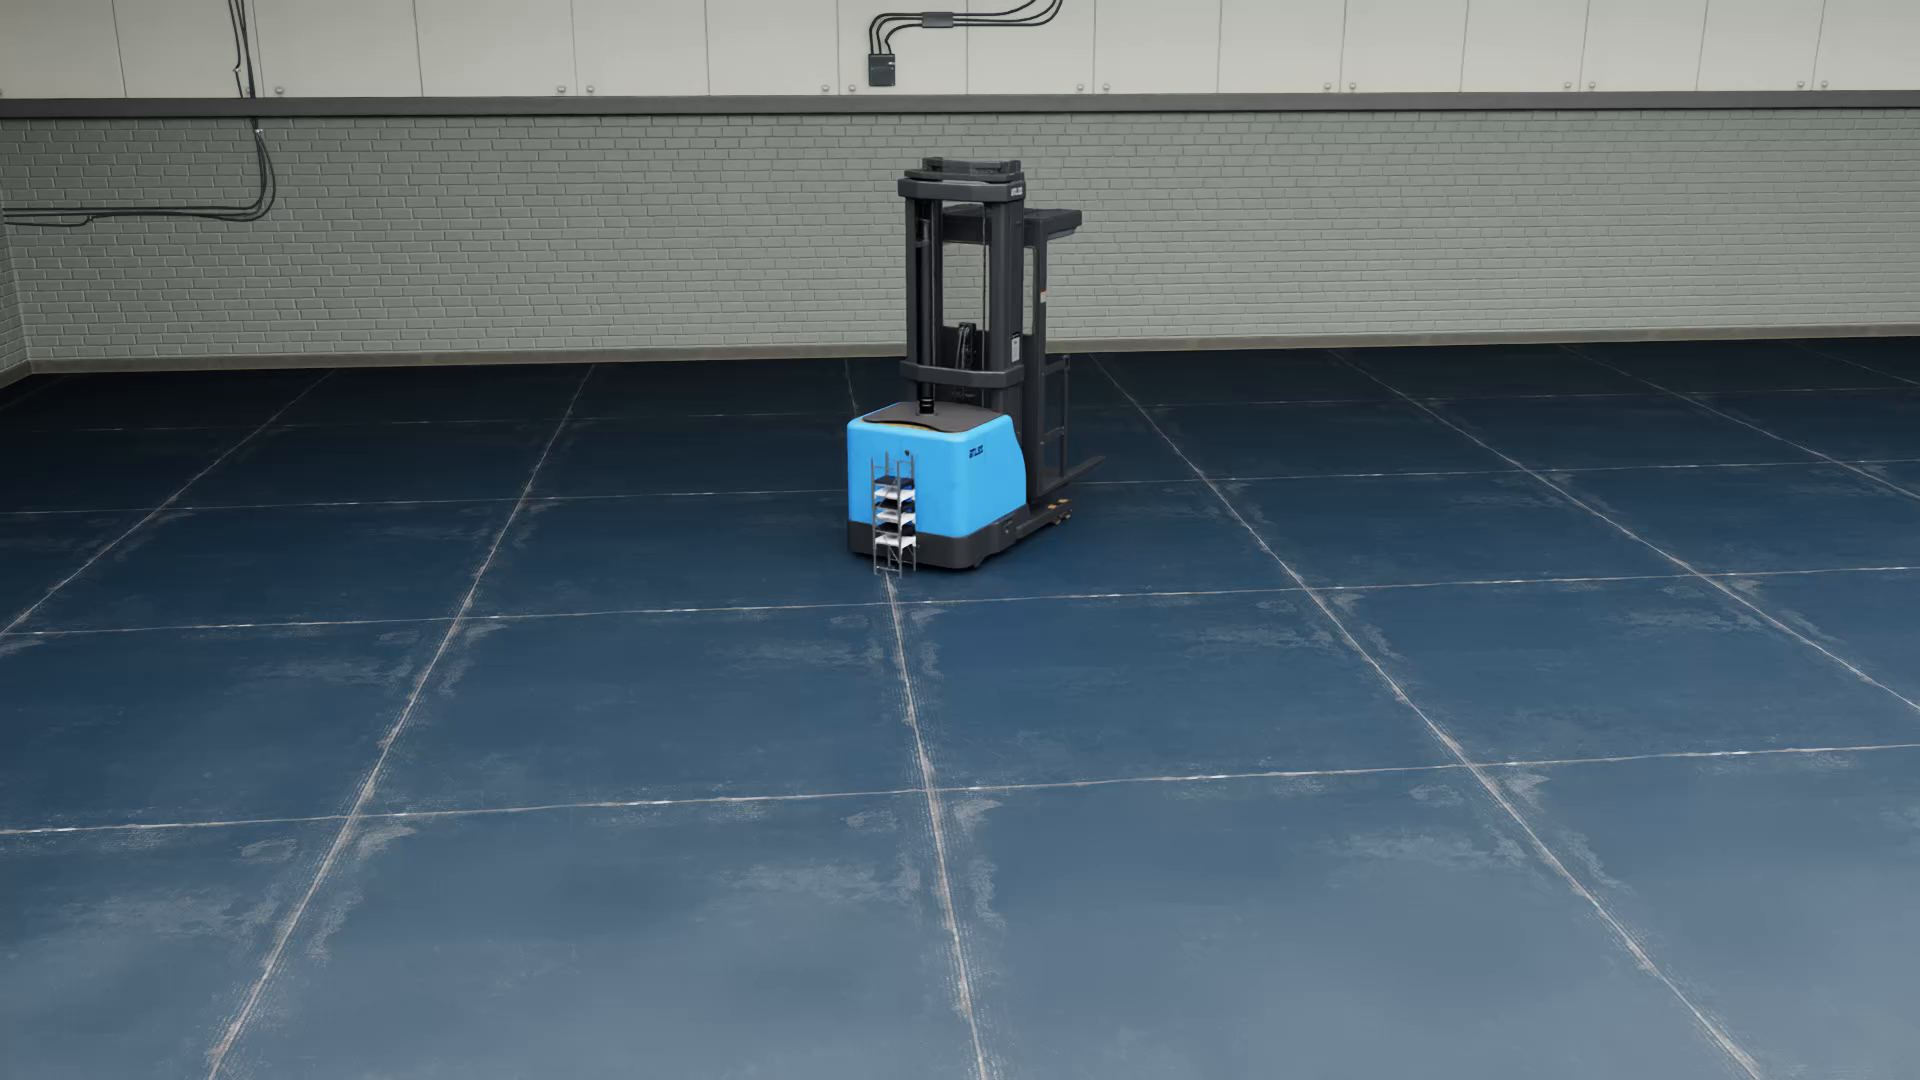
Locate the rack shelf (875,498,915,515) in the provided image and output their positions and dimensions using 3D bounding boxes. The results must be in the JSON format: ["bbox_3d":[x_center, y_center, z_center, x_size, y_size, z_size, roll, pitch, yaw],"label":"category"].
[{"bbox_3d":[-0.489,-0.236,12.231,0.258,0.077,0.200,9,21,27],"label":"rack shelf"}]

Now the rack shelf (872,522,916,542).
[{"bbox_3d":[-0.488,-0.065,12.287,0.258,0.077,0.200,9,21,27],"label":"rack shelf"}]

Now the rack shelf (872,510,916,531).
[{"bbox_3d":[-0.488,-0.151,12.259,0.258,0.077,0.200,9,21,27],"label":"rack shelf"}]

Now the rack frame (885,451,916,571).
[{"bbox_3d":[-0.440,-0.211,12.333,0.240,0.900,0.006,9,21,27],"label":"rack frame"}]

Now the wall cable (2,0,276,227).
[{"bbox_3d":[-9.353,-4.783,18.574,3.097,2.526,0.112,-2,18,-6],"label":"wall cable"}]

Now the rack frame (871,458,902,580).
[{"bbox_3d":[-0.538,-0.154,12.164,0.240,0.900,0.006,9,21,27],"label":"rack frame"}]

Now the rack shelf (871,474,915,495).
[{"bbox_3d":[-0.491,-0.407,12.174,0.258,0.077,0.200,9,21,27],"label":"rack shelf"}]

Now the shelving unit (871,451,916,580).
[{"bbox_3d":[-0.489,-0.182,12.249,0.258,0.900,0.210,9,21,27],"label":"shelving unit"}]

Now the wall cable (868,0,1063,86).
[{"bbox_3d":[0.091,-8.176,18.519,2.305,6.003,0.169,-2,18,-6],"label":"wall cable"}]

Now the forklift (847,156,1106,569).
[{"bbox_3d":[0.285,-1.580,13.315,1.130,2.935,3.031,9,20,27],"label":"forklift"}]

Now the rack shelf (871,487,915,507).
[{"bbox_3d":[-0.490,-0.321,12.203,0.258,0.077,0.200,9,21,27],"label":"rack shelf"}]

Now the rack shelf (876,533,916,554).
[{"bbox_3d":[-0.487,0.020,12.316,0.258,0.077,0.200,9,21,27],"label":"rack shelf"}]
